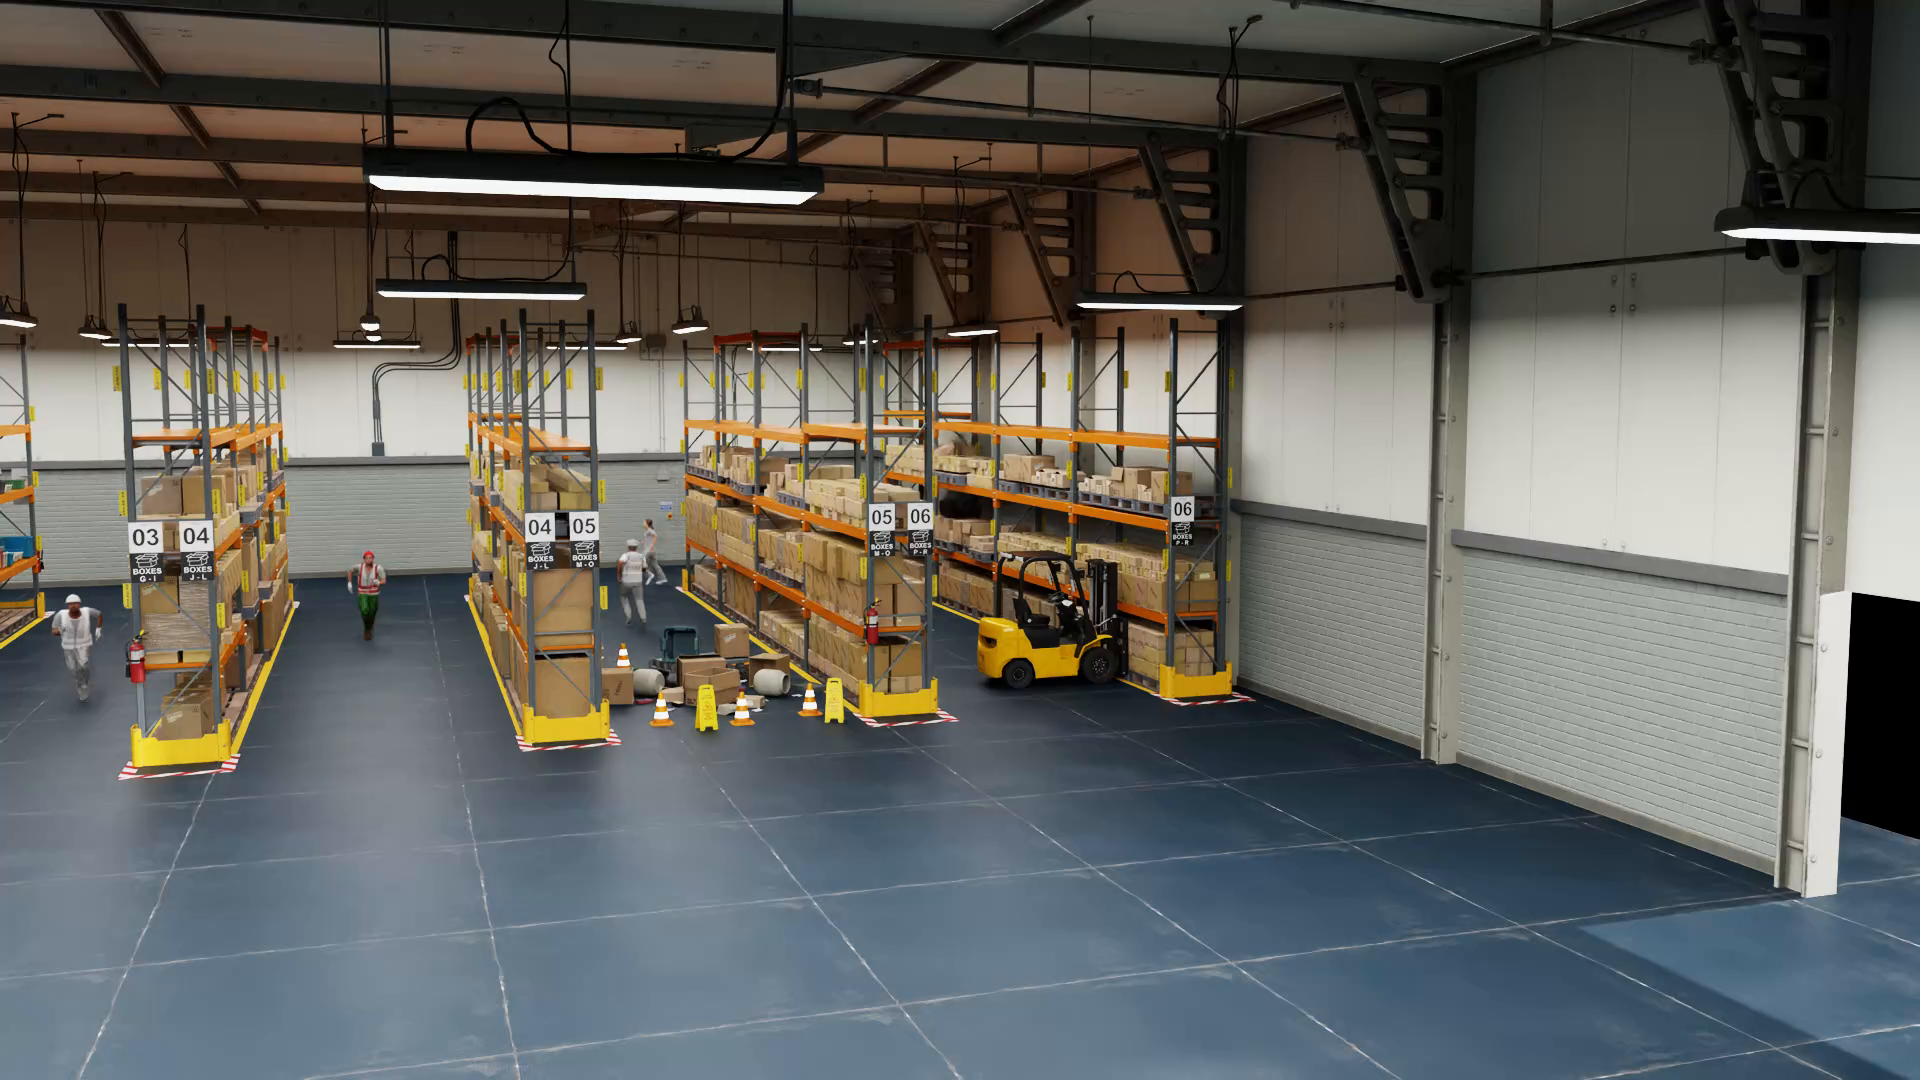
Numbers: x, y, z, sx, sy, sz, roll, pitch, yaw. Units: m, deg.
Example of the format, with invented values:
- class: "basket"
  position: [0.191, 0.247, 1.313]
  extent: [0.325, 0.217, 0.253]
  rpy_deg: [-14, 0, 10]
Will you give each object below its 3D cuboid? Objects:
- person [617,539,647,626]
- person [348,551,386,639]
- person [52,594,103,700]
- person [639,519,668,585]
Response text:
- class: "person"
  position: [-6.724, 0.899, 34.075]
  extent: [0.673, 1.829, 0.900]
  rpy_deg: [-2, 6, -24]
- class: "person"
  position: [-11.454, 1.062, 32.147]
  extent: [0.703, 1.728, 0.786]
  rpy_deg: [-2, 6, -21]
- class: "person"
  position: [-13.719, 1.670, 25.867]
  extent: [0.659, 1.695, 0.883]
  rpy_deg: [-2, 6, -17]
- class: "person"
  position: [-7.615, 0.295, 40.805]
  extent: [0.825, 1.625, 0.577]
  rpy_deg: [-1, 5, -6]
